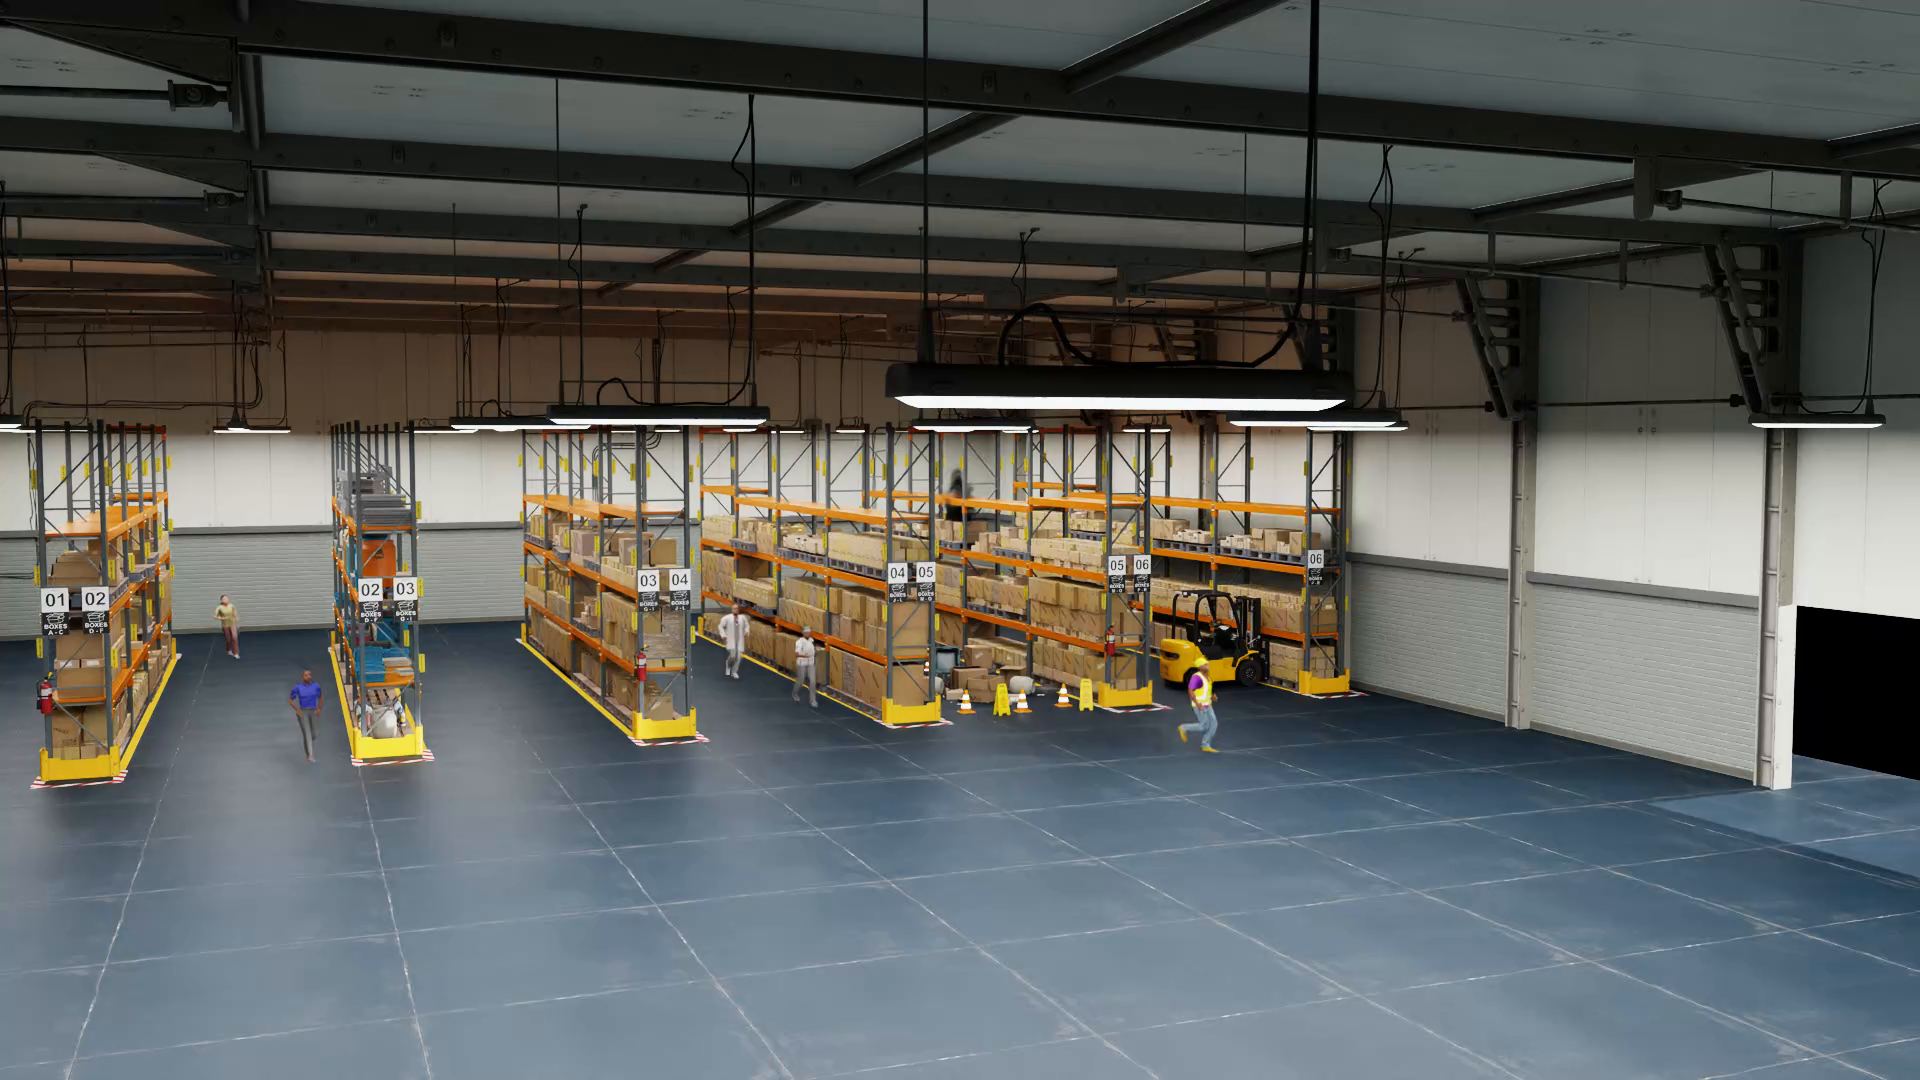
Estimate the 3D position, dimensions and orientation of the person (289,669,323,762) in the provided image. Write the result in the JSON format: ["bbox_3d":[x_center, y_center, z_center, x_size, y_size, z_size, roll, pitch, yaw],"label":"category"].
[{"bbox_3d":[-11.578,3.091,29.442,0.579,1.616,0.646,-3,4,-35],"label":"person"}]

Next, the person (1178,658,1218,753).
[{"bbox_3d":[4.348,2.991,30.189,0.702,1.713,0.701,2,4,29],"label":"person"}]

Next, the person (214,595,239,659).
[{"bbox_3d":[-18.858,2.220,42.772,0.599,1.626,0.953,-3,5,-39],"label":"person"}]

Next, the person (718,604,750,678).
[{"bbox_3d":[-5.300,2.395,39.322,0.722,1.746,0.628,-2,4,-25],"label":"person"}]

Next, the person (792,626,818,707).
[{"bbox_3d":[-3.301,2.659,35.412,0.549,1.696,0.924,-2,4,-31],"label":"person"}]
